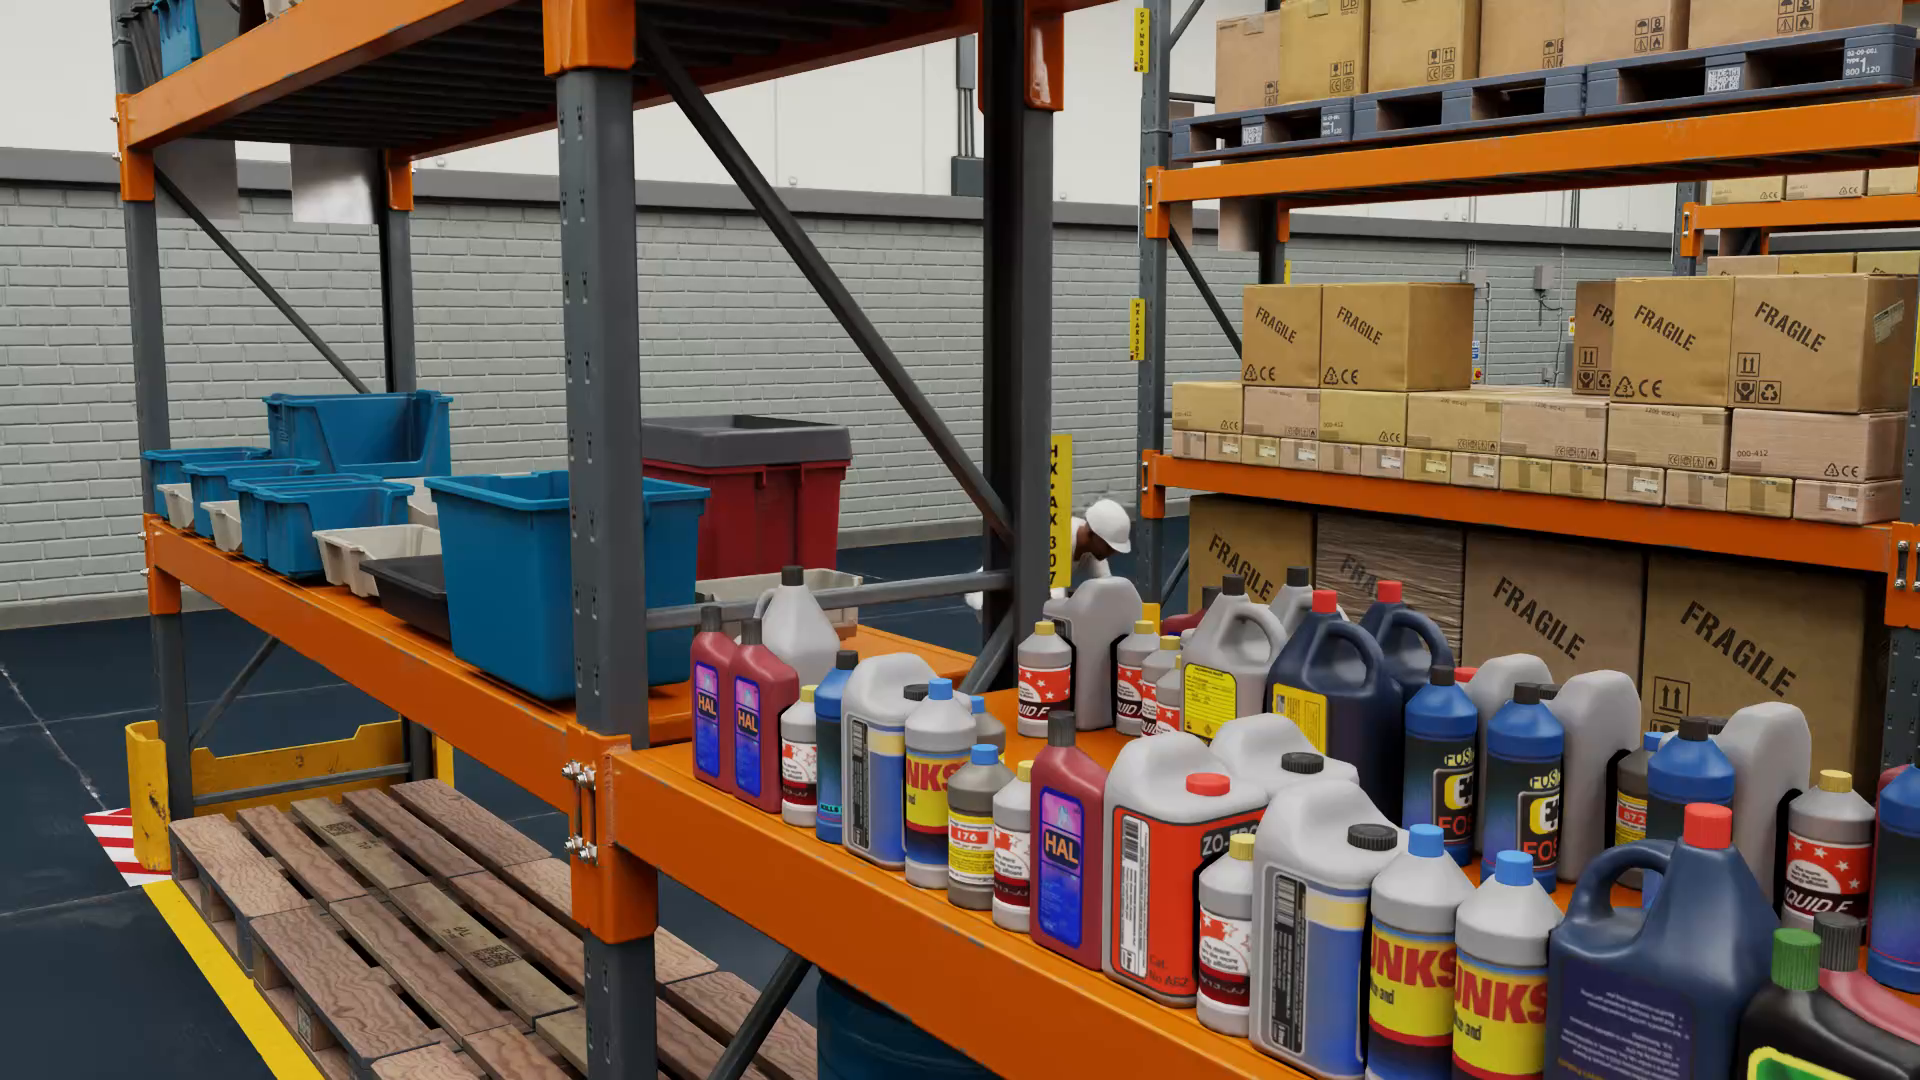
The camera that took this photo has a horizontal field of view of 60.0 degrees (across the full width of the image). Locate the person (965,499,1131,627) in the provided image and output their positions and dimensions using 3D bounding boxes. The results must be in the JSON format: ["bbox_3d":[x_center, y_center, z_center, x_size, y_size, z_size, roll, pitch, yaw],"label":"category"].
[{"bbox_3d":[0.468,0.357,8.323,0.855,1.167,0.615,6,10,38],"label":"person"}]
